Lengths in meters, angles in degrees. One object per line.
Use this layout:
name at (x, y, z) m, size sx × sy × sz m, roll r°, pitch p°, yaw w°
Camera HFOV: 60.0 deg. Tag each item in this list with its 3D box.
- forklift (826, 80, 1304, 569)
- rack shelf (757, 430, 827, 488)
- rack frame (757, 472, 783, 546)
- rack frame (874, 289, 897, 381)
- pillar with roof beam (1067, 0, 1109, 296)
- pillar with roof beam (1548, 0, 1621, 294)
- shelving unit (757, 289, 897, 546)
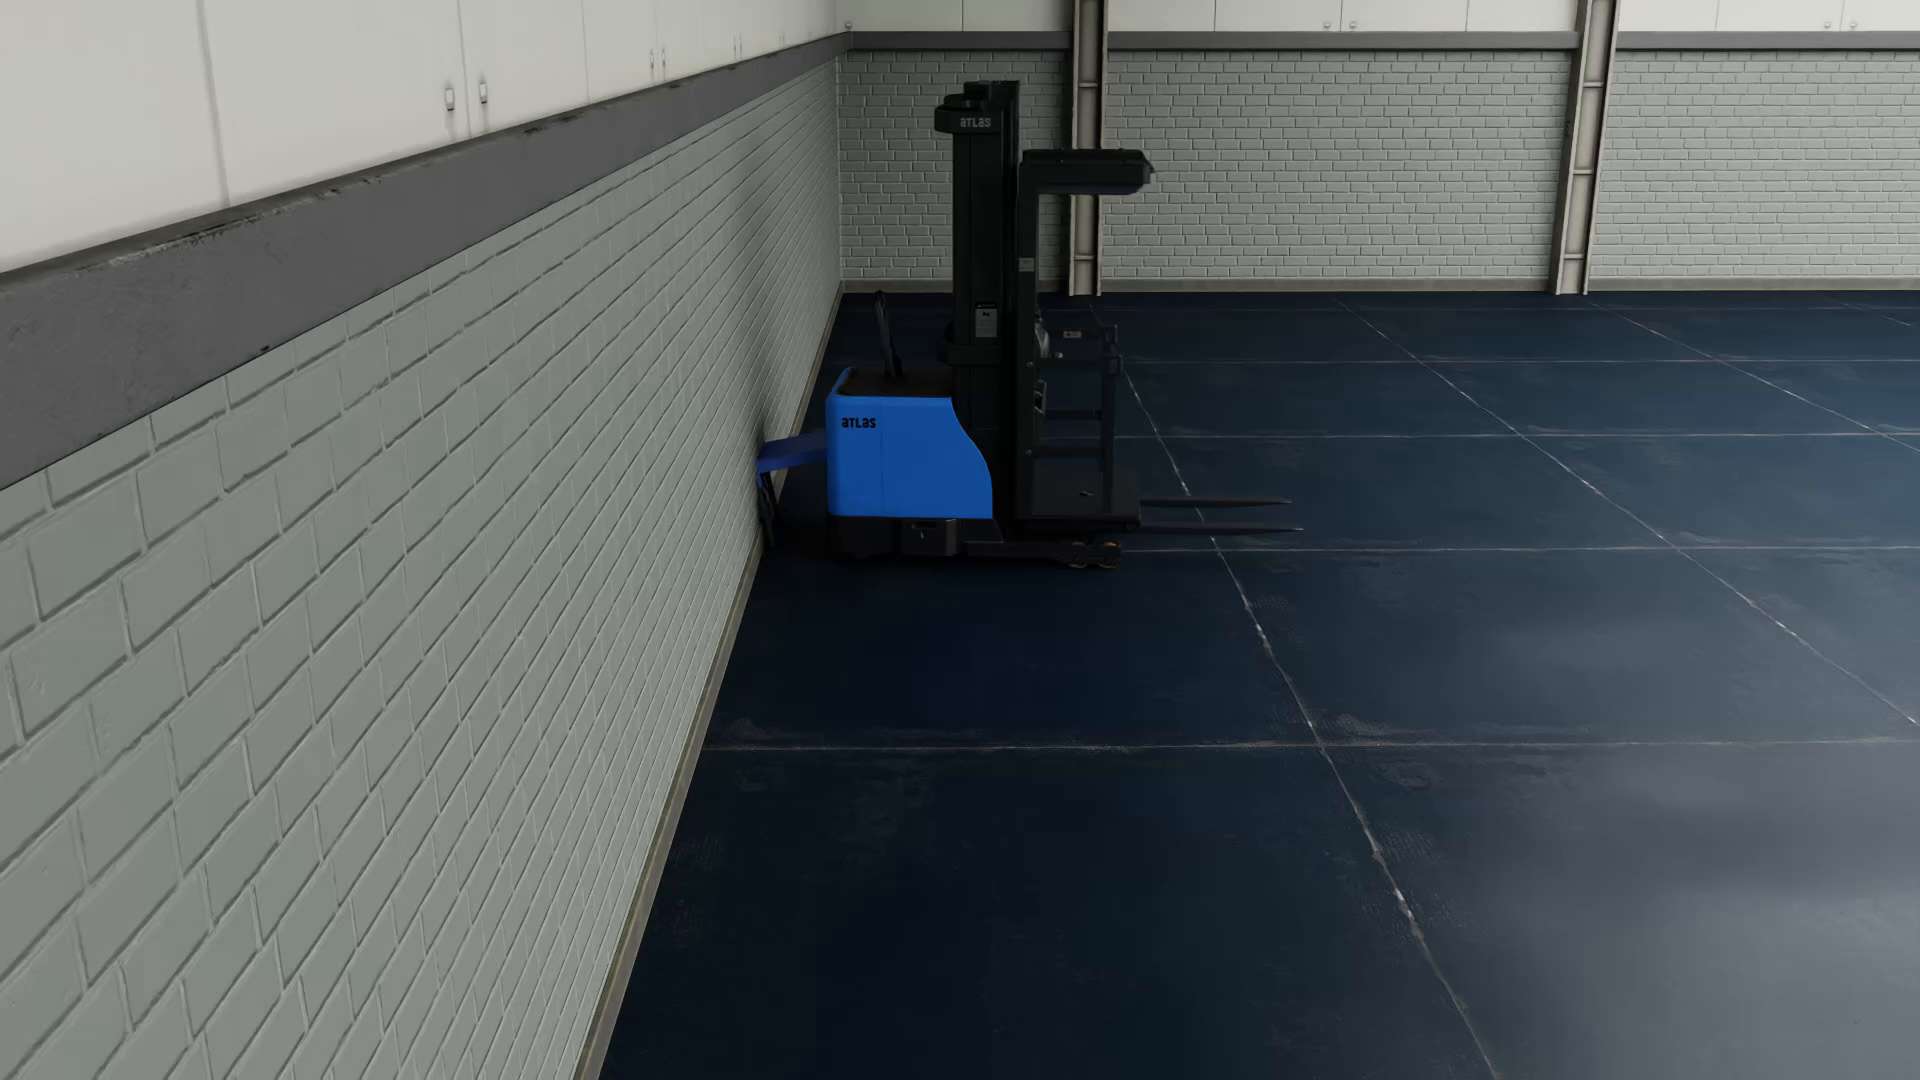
forklift at (0.686, -1.380, 10.551) m, size 3.031 × 2.935 × 1.130 m, roll 1°, pitch 18°, yaw 3°
rack shelf at (-0.832, -0.601, 10.979) m, size 1.000 × 0.185 × 0.538 m, roll -11°, pitch 18°, yaw 3°
rack frame at (-1.367, -0.668, 10.952) m, size 0.032 × 1.500 × 0.500 m, roll -11°, pitch 18°, yaw 3°
rack frame at (-0.372, -0.869, 10.898) m, size 0.032 × 1.500 × 0.500 m, roll -11°, pitch 18°, yaw 3°
pillar with roof beam at (1.595, -6.012, 15.055) m, size 0.400 × 9.000 × 9.100 m, roll 0°, pitch 18°, yaw -1°
pillar with roof beam at (7.594, -6.040, 15.146) m, size 0.400 × 9.000 × 9.100 m, roll 0°, pitch 18°, yaw -1°
shelving unit at (-0.869, -0.768, 10.925) m, size 1.048 × 1.500 × 0.538 m, roll -11°, pitch 18°, yaw 3°
